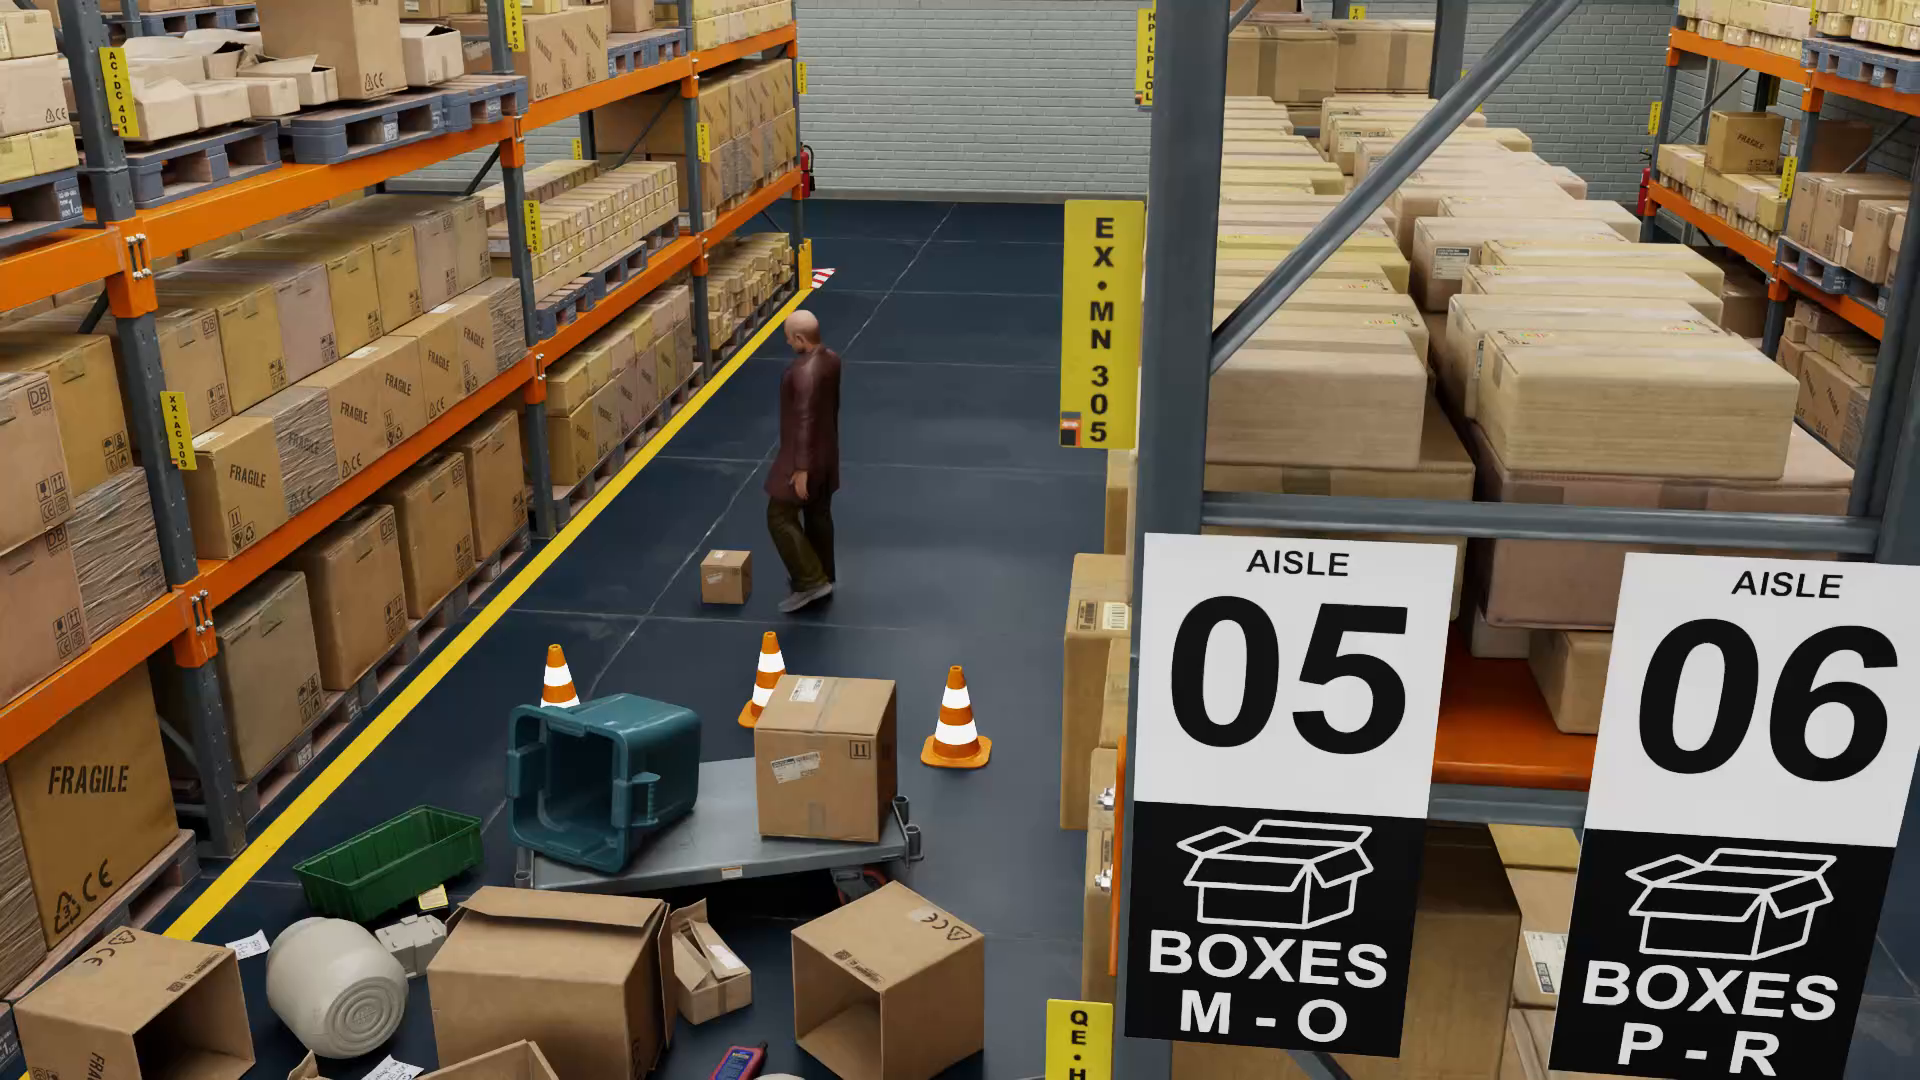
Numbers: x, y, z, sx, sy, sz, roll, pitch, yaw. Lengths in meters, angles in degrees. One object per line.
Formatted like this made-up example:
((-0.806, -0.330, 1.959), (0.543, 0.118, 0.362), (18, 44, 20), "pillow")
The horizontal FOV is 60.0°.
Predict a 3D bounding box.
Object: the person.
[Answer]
((-0.915, -0.479, 9.850), (0.437, 1.809, 0.676), (6, 22, 16), "person")
